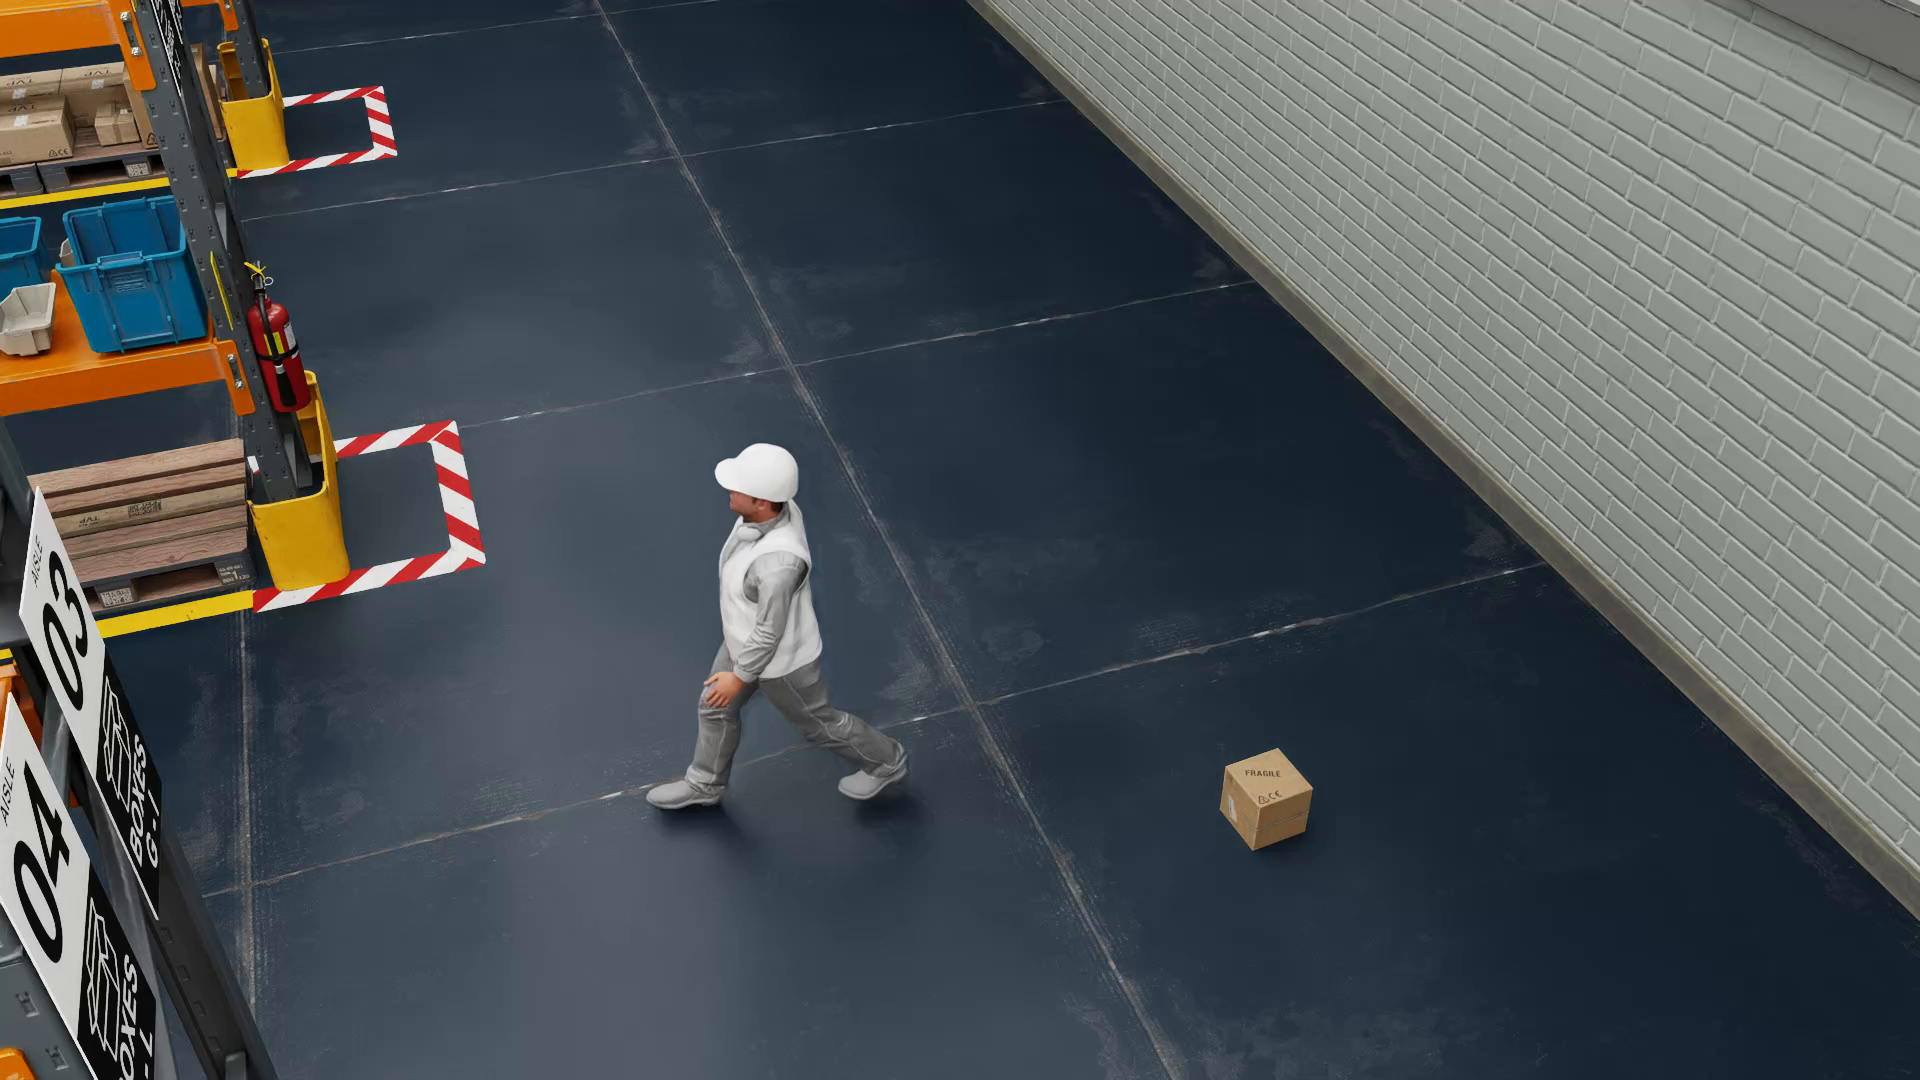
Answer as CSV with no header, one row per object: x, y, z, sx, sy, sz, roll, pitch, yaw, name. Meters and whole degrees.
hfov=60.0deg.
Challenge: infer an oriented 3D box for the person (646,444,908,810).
-0.734,0.380,6.271,1.054,1.724,0.546,-10,39,-13,person
